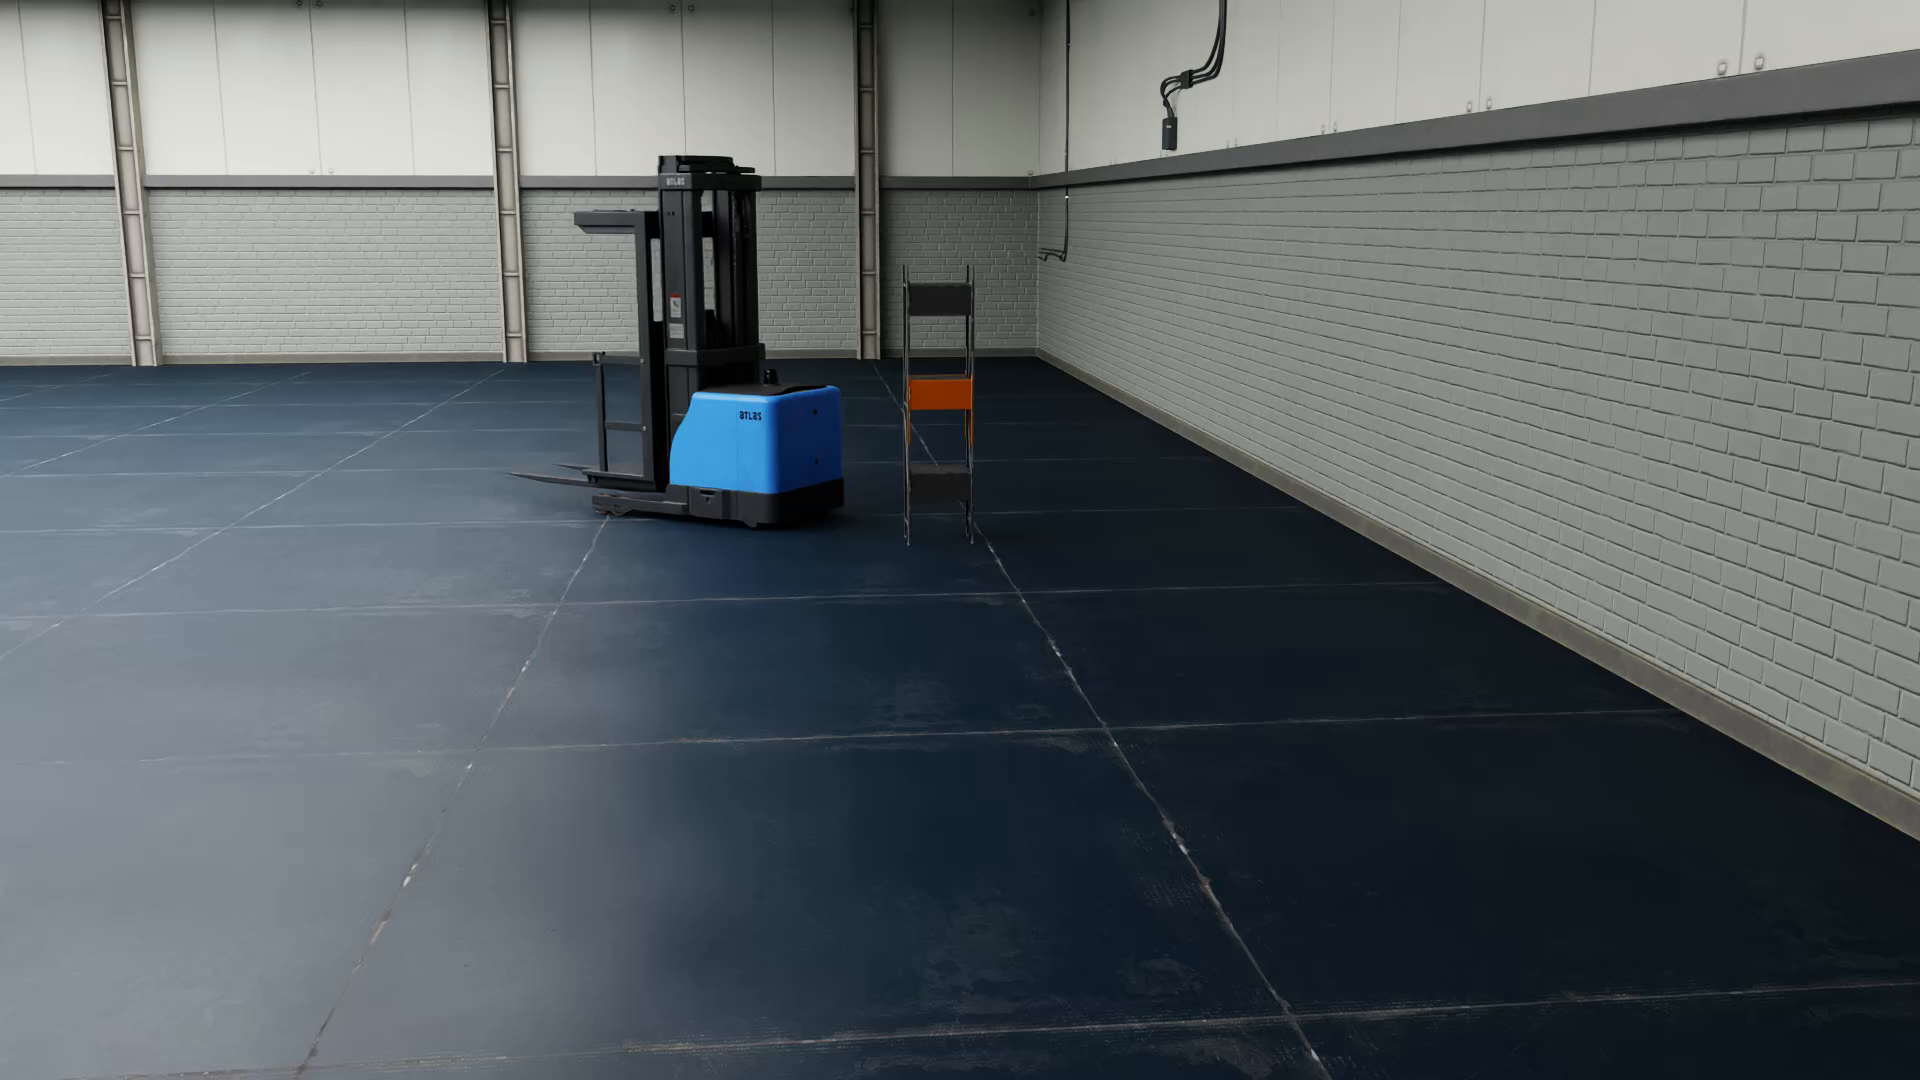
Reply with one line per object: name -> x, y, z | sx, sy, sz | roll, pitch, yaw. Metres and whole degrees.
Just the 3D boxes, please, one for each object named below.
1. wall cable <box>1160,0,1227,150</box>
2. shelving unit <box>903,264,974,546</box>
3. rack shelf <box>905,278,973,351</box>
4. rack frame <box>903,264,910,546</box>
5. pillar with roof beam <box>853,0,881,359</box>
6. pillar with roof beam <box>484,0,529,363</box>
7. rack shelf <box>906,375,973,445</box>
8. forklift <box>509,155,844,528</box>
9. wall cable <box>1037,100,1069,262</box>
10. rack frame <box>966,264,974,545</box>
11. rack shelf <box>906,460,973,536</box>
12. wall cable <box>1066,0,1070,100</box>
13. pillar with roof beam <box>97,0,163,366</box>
wall cable -> 2.492, -7.234, 17.521 | 0.169, 6.003, 2.305 | -1, 11, -6
shelving unit -> -0.165, -1.027, 12.648 | 0.503, 2.100, 0.431 | -1, 11, -6
rack shelf -> -0.165, -1.700, 12.516 | 0.480, 0.518, 0.431 | -1, 11, -6
rack frame -> -0.407, -1.022, 12.622 | 0.015, 2.100, 0.400 | -1, 11, -6
pillar with roof beam -> -1.124, -6.753, 23.890 | 0.400, 9.000, 9.100 | -1, 11, -6
pillar with roof beam -> -7.089, -6.628, 23.254 | 0.400, 9.000, 9.100 | -1, 11, -6
rack shelf -> -0.165, -1.013, 12.651 | 0.480, 0.518, 0.431 | -1, 11, -6
forklift -> -2.511, -1.720, 14.019 | 3.031, 2.935, 1.130 | 6, 13, 29
wall cable -> 1.482, -5.863, 27.411 | 0.112, 2.526, 3.097 | -1, 11, -6
rack frame -> 0.078, -1.032, 12.674 | 0.015, 2.100, 0.400 | -1, 11, -6
rack shelf -> -0.165, -0.327, 12.786 | 0.480, 0.518, 0.431 | -1, 11, -6
wall cable -> 1.774, -7.822, 24.285 | 0.112, 2.526, 3.097 | -1, 11, -6
pillar with roof beam -> -13.054, -6.503, 22.619 | 0.400, 9.000, 9.100 | -1, 11, -6
